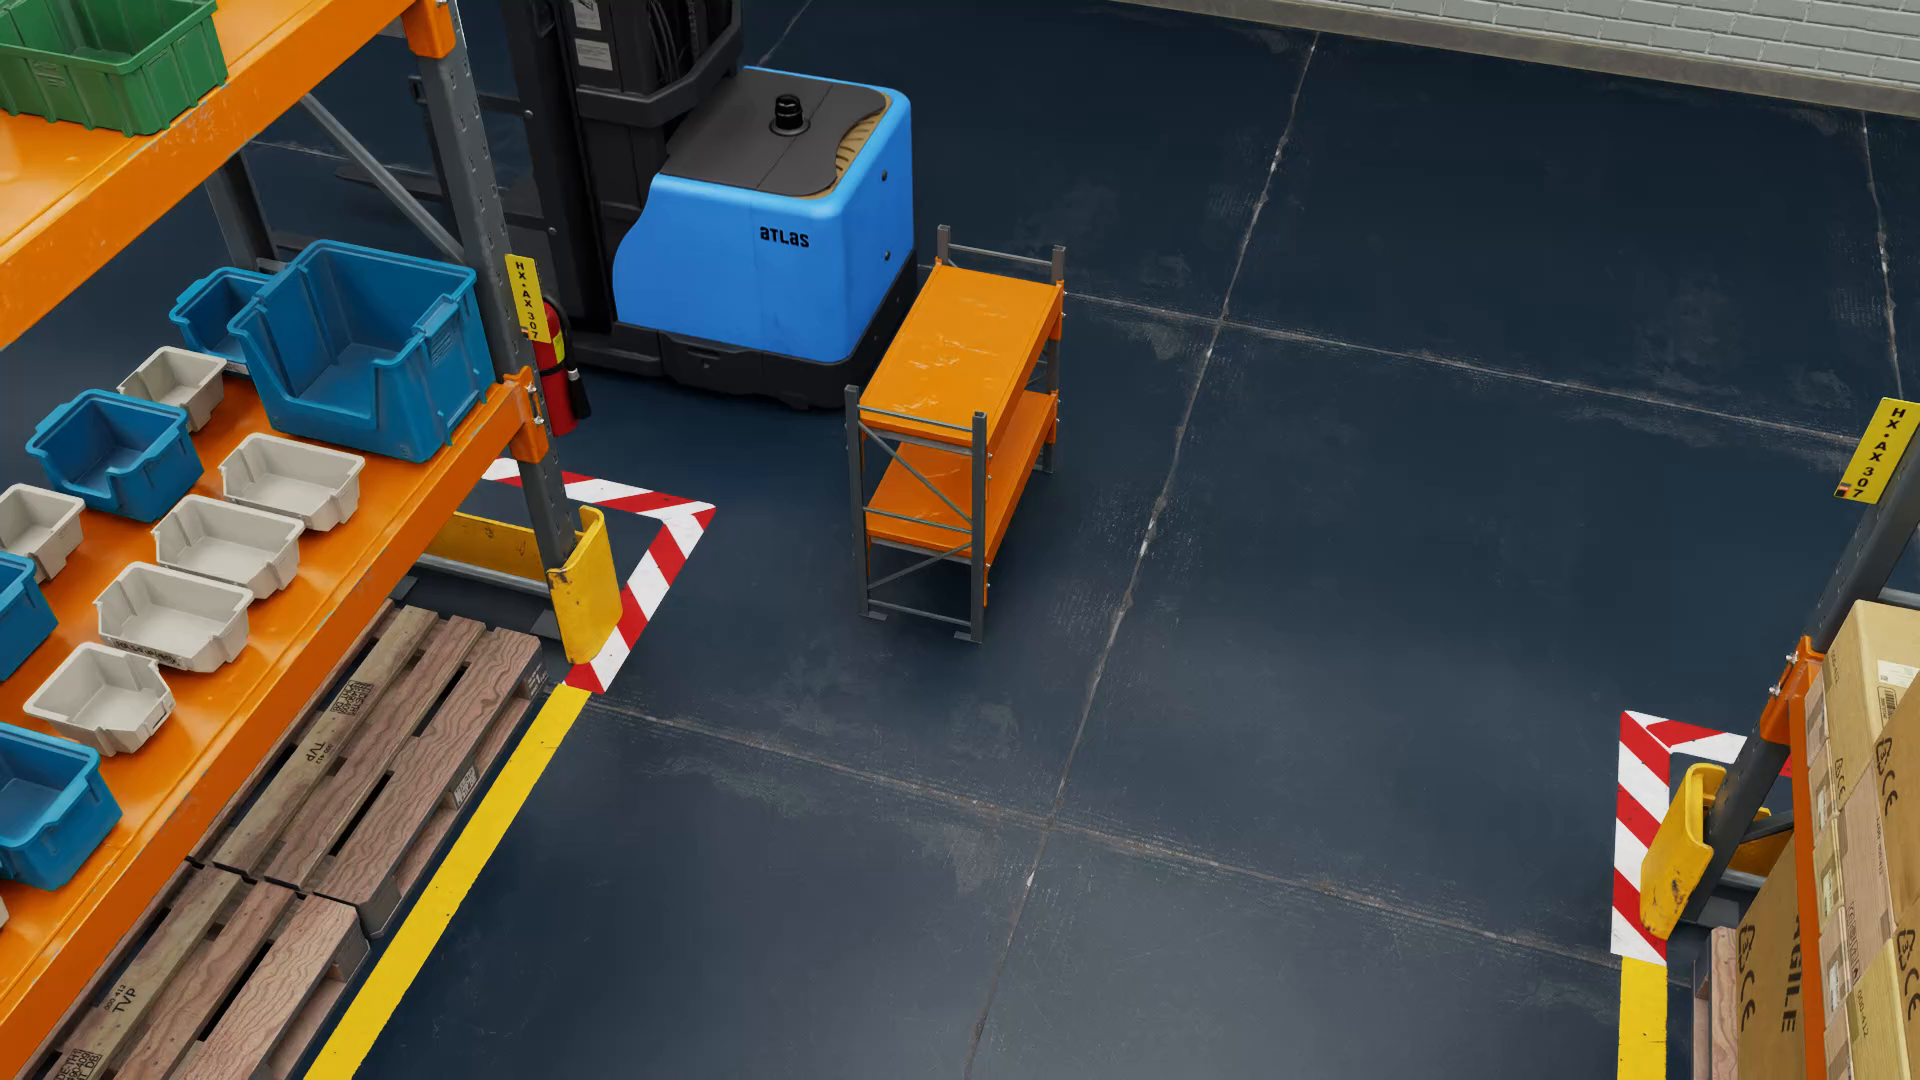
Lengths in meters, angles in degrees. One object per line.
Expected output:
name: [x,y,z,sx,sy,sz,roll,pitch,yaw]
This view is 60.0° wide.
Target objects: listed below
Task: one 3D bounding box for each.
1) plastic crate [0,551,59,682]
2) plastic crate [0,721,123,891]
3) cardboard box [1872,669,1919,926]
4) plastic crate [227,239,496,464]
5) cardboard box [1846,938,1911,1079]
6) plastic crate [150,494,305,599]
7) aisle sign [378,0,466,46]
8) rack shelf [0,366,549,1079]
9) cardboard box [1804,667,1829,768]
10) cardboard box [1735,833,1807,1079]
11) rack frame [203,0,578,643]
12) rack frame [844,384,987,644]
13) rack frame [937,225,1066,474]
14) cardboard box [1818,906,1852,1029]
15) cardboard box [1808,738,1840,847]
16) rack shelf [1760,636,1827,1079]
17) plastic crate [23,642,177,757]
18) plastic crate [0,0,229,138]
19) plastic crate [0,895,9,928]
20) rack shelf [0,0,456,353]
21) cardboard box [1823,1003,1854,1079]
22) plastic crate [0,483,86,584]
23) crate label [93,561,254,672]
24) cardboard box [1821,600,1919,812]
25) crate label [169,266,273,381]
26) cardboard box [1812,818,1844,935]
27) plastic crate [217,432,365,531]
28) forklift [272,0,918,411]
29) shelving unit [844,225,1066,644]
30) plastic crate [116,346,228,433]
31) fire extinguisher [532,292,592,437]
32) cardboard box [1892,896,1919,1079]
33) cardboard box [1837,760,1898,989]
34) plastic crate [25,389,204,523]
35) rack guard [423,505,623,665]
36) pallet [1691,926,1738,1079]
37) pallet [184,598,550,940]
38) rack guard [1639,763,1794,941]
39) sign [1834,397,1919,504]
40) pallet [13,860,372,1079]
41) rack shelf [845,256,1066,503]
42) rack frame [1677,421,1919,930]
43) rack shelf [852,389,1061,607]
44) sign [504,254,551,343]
plastic crate: [-2.684,0.201,4.477,0.416,0.233,0.300,13,46,13]
plastic crate: [-2.274,0.652,4.016,0.416,0.233,0.300,13,46,13]
cardboard box: [2.270,0.515,3.438,0.500,0.500,0.500,12,46,12]
plastic crate: [-1.820,-0.581,5.131,0.616,0.435,0.499,13,46,13]
cardboard box: [2.114,1.131,3.344,0.500,0.250,0.500,11,45,11]
plastic crate: [-2.073,0.035,4.715,0.396,0.136,0.243,13,46,13]
aisle sign: [-1.596,-1.725,4.509,0.394,0.787,0.004,13,46,13]
rack shelf: [-2.502,0.780,4.322,1.077,0.370,4.000,13,46,13]
cardboard box: [2.402,0.496,4.278,0.380,0.149,0.250,13,46,13]
cardboard box: [2.706,1.292,4.504,0.875,0.875,0.875,13,46,13]
rack frame: [-1.897,-0.810,5.433,1.000,3.000,0.127,13,46,13]
rack frame: [-0.152,-0.068,6.015,0.500,1.125,0.032,13,46,13]
rack frame: [0.156,-0.745,6.707,0.500,1.125,0.032,13,46,13]
cardboard box: [2.170,1.012,3.751,0.380,0.149,0.250,12,46,12]
cardboard box: [2.325,0.667,4.103,0.380,0.149,0.250,12,46,12]
rack shelf: [2.218,1.830,3.250,1.077,0.370,4.000,13,46,13]
plastic crate: [-2.206,0.427,4.314,0.298,0.136,0.250,13,46,13]
plastic crate: [-1.923,-1.088,3.724,0.450,0.188,0.336,13,46,13]
plastic crate: [-2.470,0.899,3.729,0.437,0.282,0.530,13,46,13]
rack shelf: [-2.502,-0.292,3.273,1.077,0.370,4.000,13,46,13]
cardboard box: [2.092,1.181,3.578,0.380,0.149,0.250,12,46,12]
plastic crate: [-2.667,0.006,4.744,0.250,0.136,0.298,13,46,13]
crate label: [-2.134,0.226,4.520,0.396,0.136,0.243,13,46,13]
cardboard box: [2.421,0.449,4.041,0.500,0.250,0.500,11,46,11]
crate label: [-2.285,-0.677,5.373,0.416,0.233,0.303,13,46,13]
cardboard box: [2.248,0.838,3.929,0.380,0.149,0.250,12,46,12]
plastic crate: [-1.971,-0.155,4.909,0.396,0.136,0.243,13,46,13]
forklift: [-1.775,-2.218,6.921,3.031,2.935,1.130,12,46,12]
shelving unit: [0.002,-0.407,6.361,0.538,1.125,1.048,13,46,13]
plastic crate: [-2.461,-0.446,5.207,0.250,0.136,0.298,13,46,13]
fire extinguisher: [-1.418,-0.653,5.595,0.296,0.674,0.183,13,46,13]
cardboard box: [2.118,0.861,3.084,0.500,0.500,0.500,11,46,11]
cardboard box: [2.270,0.797,3.685,0.500,0.250,0.500,12,46,12]
plastic crate: [-2.485,-0.238,4.925,0.416,0.233,0.300,13,46,13]
rack guard: [-1.902,0.065,6.326,1.175,0.500,0.348,13,46,13]
pallet: [2.656,1.786,4.774,1.003,0.211,1.213,13,46,13]
pallet: [-2.183,0.728,5.855,1.003,0.211,1.213,13,46,13]
rack guard: [2.831,1.117,5.251,1.175,0.500,0.348,13,46,13]
sign: [2.297,-0.220,4.154,0.100,0.325,0.005,13,46,13]
pallet: [-2.555,1.539,5.026,1.003,0.211,1.213,13,46,13]
rack shelf: [0.002,-0.616,6.156,0.538,0.278,1.000,13,46,13]
rack frame: [2.824,0.239,4.361,1.000,3.000,0.127,13,46,13]
rack shelf: [0.002,-0.232,6.532,0.538,0.278,1.000,13,46,13]
sign: [-1.368,-0.762,5.268,0.100,0.325,0.005,13,46,13]
